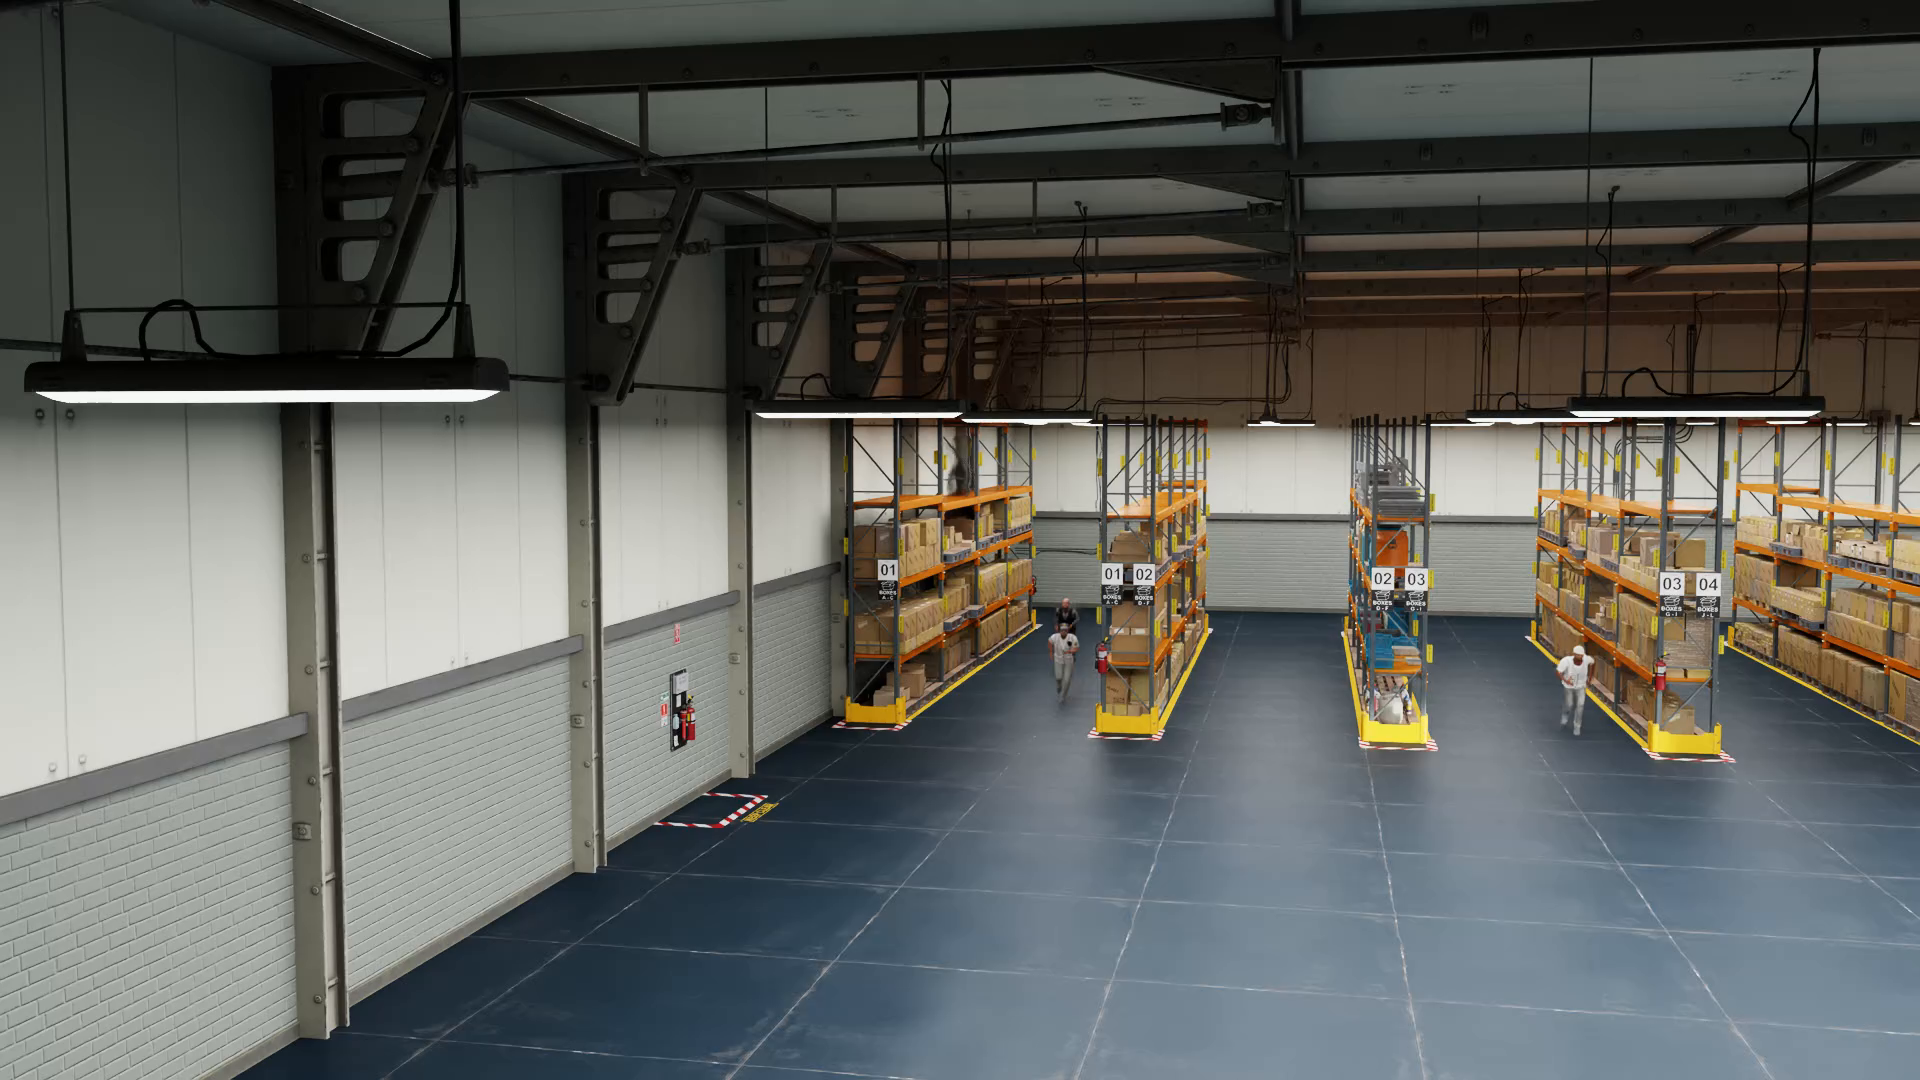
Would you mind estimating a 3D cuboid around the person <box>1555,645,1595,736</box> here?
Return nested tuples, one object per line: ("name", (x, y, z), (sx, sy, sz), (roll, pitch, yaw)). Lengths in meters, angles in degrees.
("person", (11.614, 2.805, 31.488), (0.744, 1.715, 1.057), (0, 4, 3))

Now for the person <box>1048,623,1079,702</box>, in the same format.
("person", (2.162, 2.561, 34.839), (0.648, 1.696, 0.743), (0, 4, 3))

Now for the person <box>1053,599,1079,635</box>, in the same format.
("person", (2.572, 2.234, 40.294), (0.649, 1.655, 0.739), (0, 4, 7))
